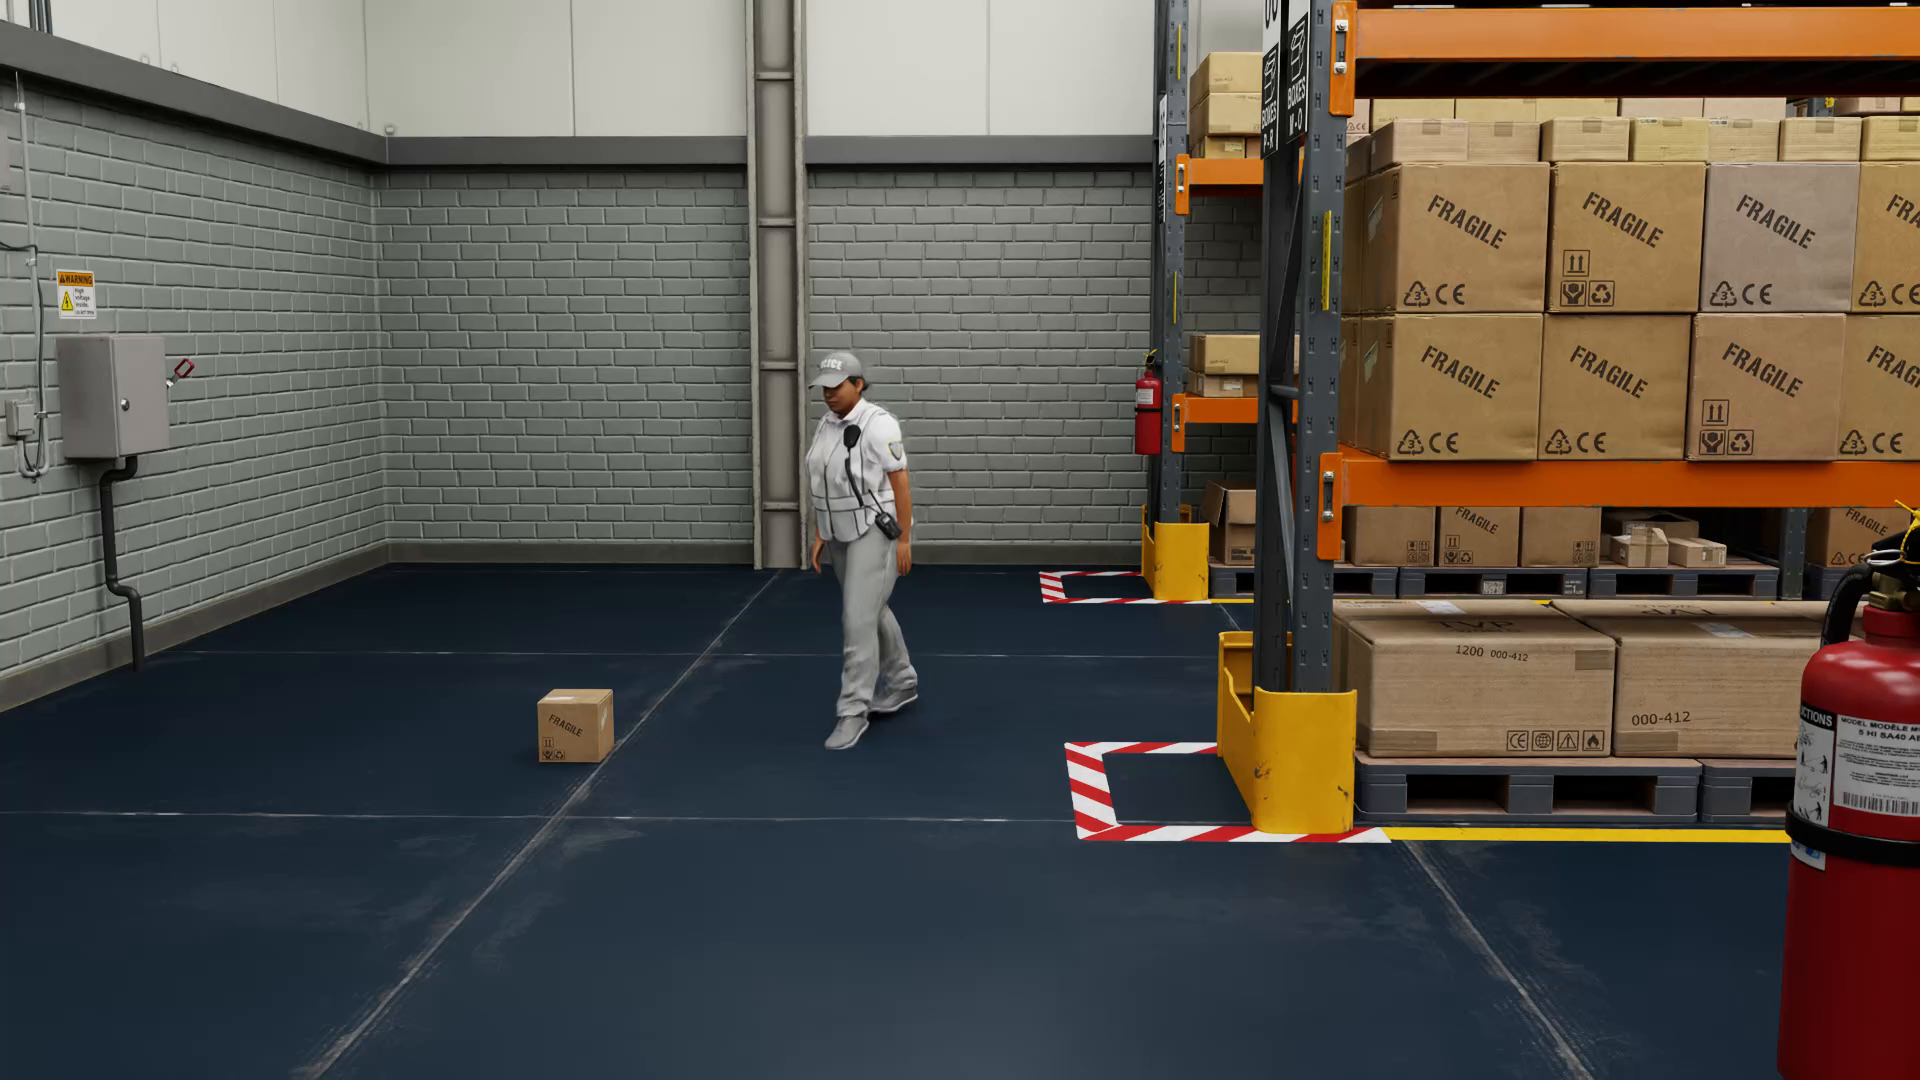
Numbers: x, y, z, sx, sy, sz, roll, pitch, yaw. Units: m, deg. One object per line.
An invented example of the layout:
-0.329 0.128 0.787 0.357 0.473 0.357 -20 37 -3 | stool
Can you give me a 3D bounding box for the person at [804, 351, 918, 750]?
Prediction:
-0.429 0.015 7.271 0.768 1.669 0.547 -7 10 -42 | person
